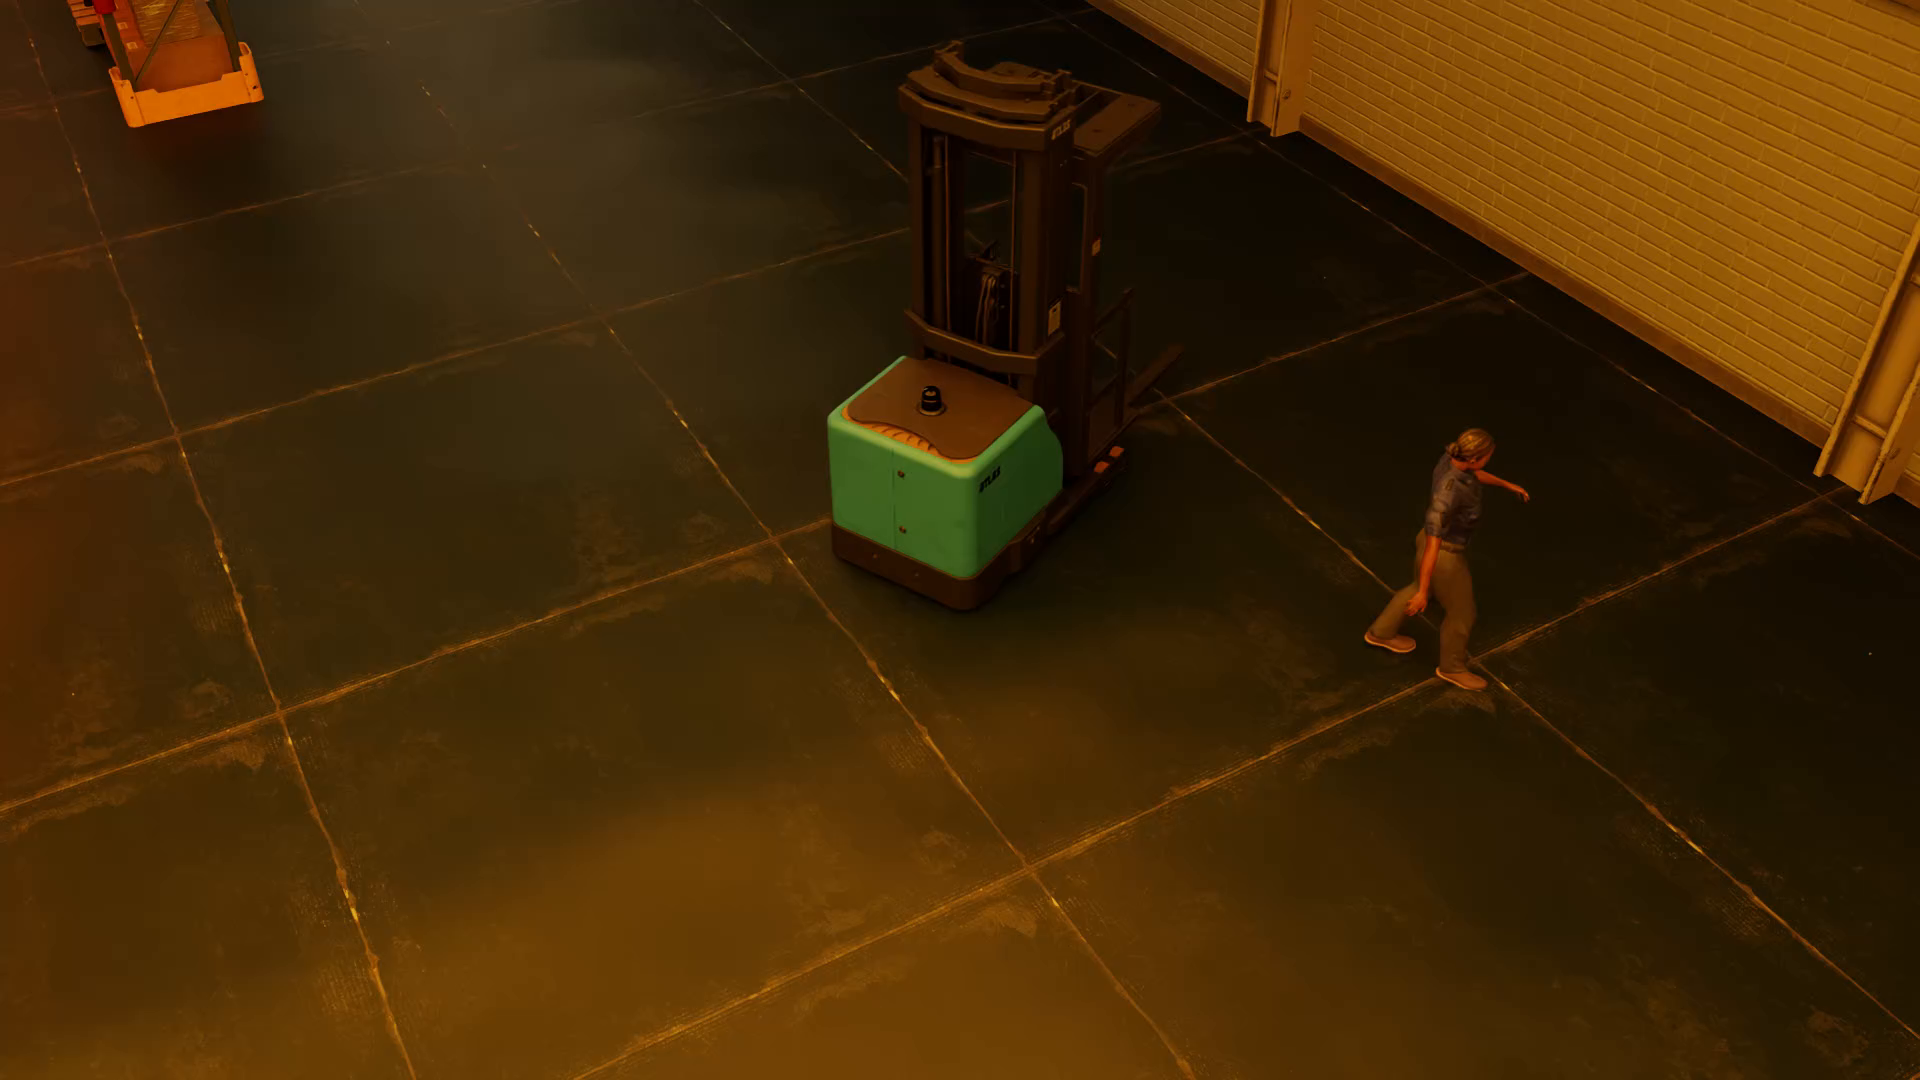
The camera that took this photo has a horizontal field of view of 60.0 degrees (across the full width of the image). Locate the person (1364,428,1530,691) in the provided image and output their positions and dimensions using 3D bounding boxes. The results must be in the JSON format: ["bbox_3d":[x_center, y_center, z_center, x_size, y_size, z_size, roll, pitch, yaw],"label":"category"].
[{"bbox_3d":[2.660,0.103,8.950,0.732,1.639,0.891,9,41,11],"label":"person"}]

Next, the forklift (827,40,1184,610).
[{"bbox_3d":[0.454,-1.625,9.996,1.130,2.935,3.031,23,45,25],"label":"forklift"}]
